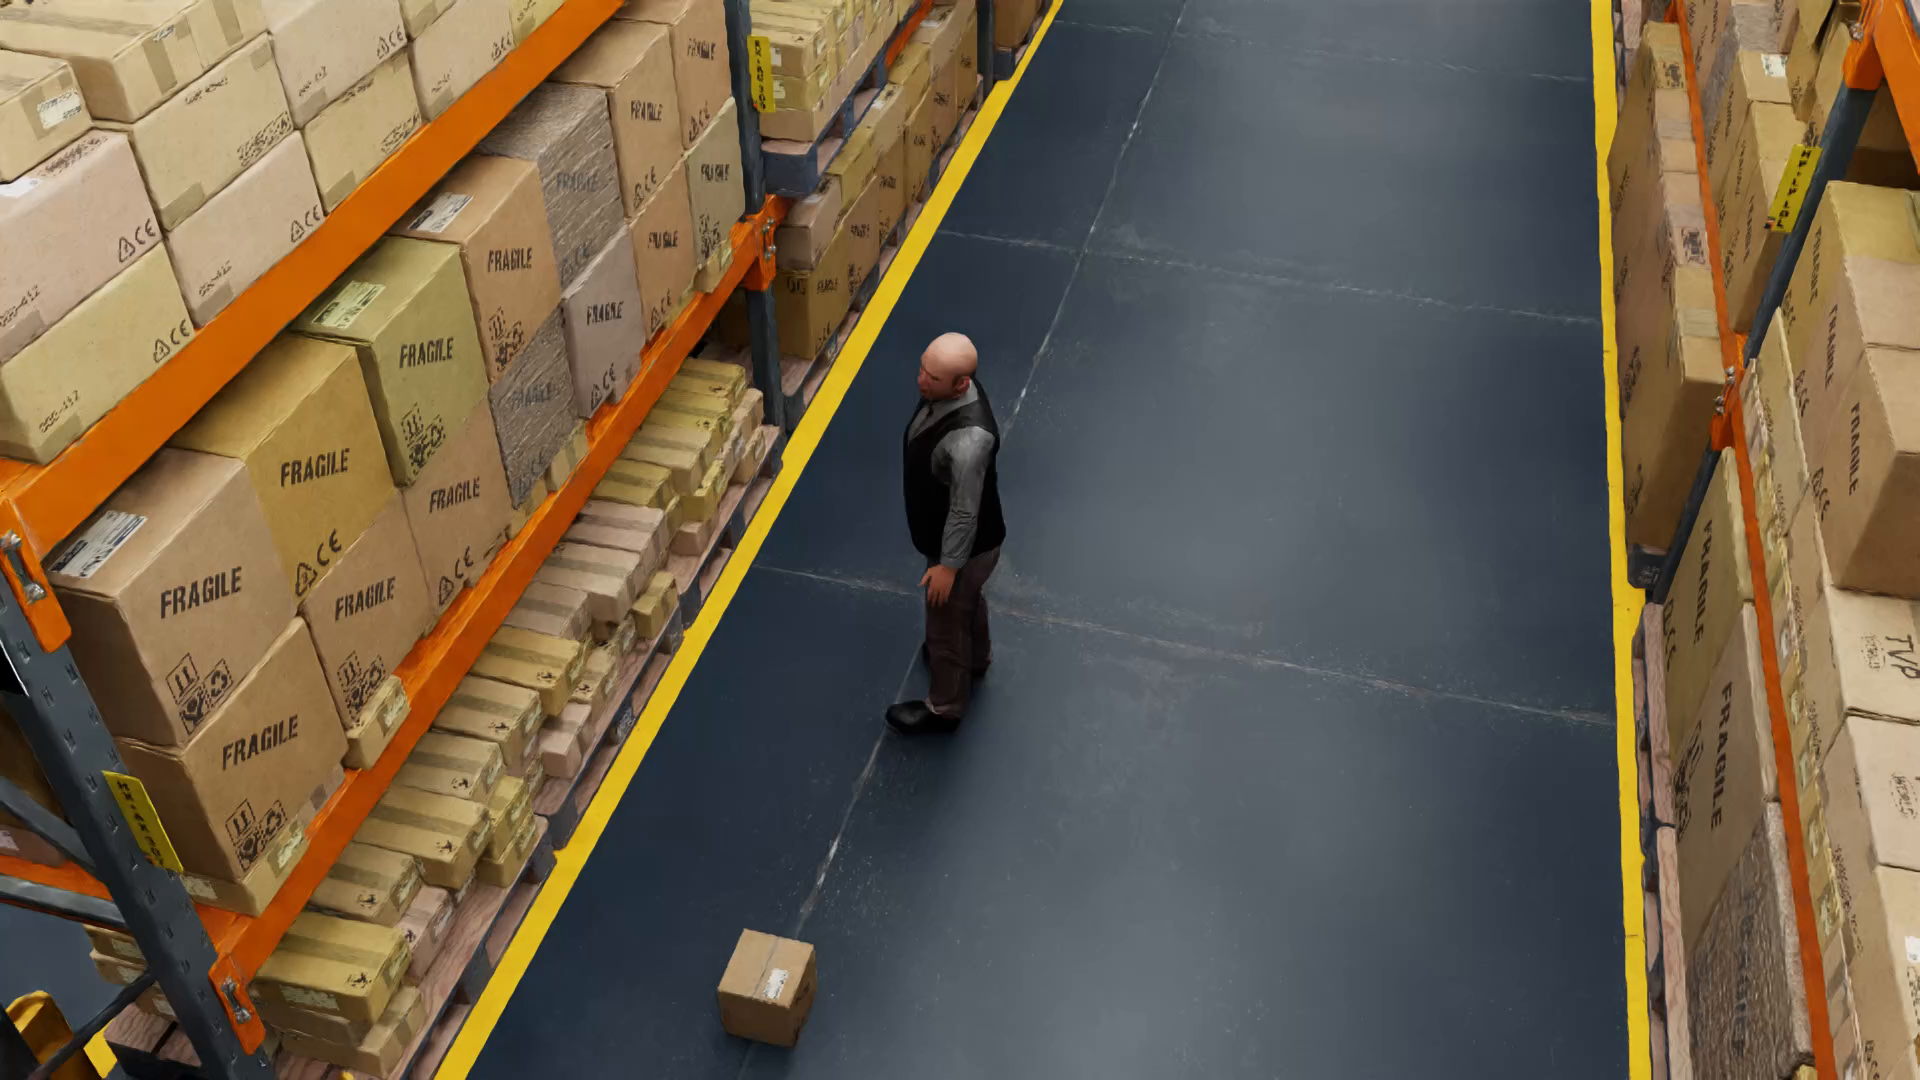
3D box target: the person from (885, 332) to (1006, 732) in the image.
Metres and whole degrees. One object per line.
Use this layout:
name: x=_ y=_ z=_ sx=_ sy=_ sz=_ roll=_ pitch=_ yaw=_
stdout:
person: x=-0.079 y=-0.026 z=6.165 sx=0.470 sy=1.730 sz=0.588 roll=-4 pitch=41 yaw=-5
